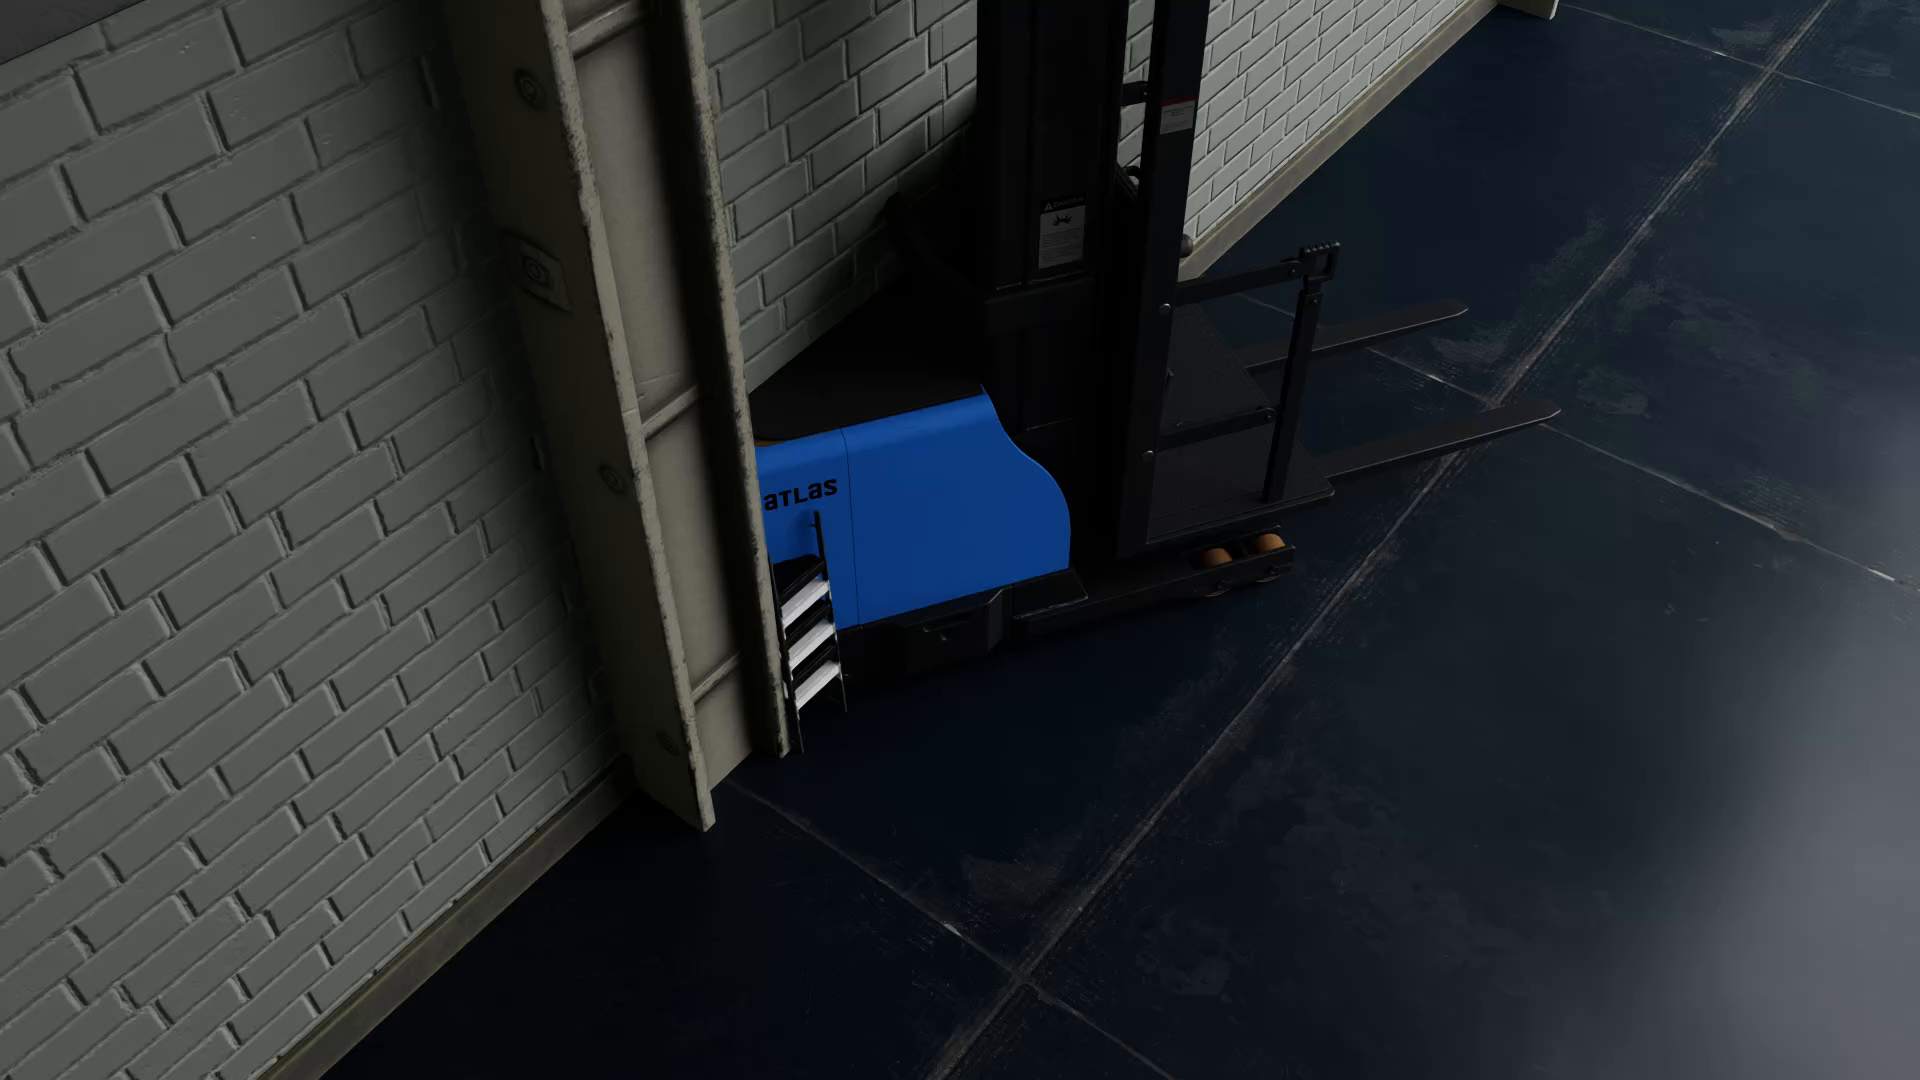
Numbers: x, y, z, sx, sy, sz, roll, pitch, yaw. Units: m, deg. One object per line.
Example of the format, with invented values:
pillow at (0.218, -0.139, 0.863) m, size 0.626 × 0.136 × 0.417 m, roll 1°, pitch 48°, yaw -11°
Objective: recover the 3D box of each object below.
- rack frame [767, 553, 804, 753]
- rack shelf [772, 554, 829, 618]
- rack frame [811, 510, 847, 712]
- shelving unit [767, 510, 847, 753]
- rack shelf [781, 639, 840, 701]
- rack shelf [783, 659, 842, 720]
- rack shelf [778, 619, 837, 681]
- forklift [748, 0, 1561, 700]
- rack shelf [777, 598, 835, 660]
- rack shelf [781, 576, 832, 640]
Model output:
rack frame at (-0.594, 0.314, 4.894) m, size 0.240 × 0.900 × 0.006 m, roll 28°, pitch 52°, yaw 28°
rack shelf at (-0.540, 0.087, 4.785) m, size 0.258 × 0.077 × 0.200 m, roll 28°, pitch 52°, yaw 28°
rack frame at (-0.468, 0.199, 5.005) m, size 0.240 × 0.900 × 0.006 m, roll 28°, pitch 52°, yaw 28°
shelving unit at (-0.531, 0.256, 4.950) m, size 0.258 × 0.900 × 0.210 m, roll 28°, pitch 52°, yaw 28°
rack shelf at (-0.526, 0.345, 5.036) m, size 0.258 × 0.077 × 0.200 m, roll 28°, pitch 52°, yaw 28°
rack shelf at (-0.523, 0.409, 5.099) m, size 0.258 × 0.077 × 0.200 m, roll 28°, pitch 52°, yaw 28°
rack shelf at (-0.530, 0.280, 4.973) m, size 0.258 × 0.077 × 0.200 m, roll 28°, pitch 52°, yaw 28°
forklift at (0.592, -1.168, 4.839) m, size 3.031 × 2.935 × 1.130 m, roll -15°, pitch 48°, yaw -14°
rack shelf at (-0.533, 0.216, 4.910) m, size 0.258 × 0.077 × 0.200 m, roll 28°, pitch 52°, yaw 28°
rack shelf at (-0.537, 0.151, 4.847) m, size 0.258 × 0.077 × 0.200 m, roll 28°, pitch 52°, yaw 28°
